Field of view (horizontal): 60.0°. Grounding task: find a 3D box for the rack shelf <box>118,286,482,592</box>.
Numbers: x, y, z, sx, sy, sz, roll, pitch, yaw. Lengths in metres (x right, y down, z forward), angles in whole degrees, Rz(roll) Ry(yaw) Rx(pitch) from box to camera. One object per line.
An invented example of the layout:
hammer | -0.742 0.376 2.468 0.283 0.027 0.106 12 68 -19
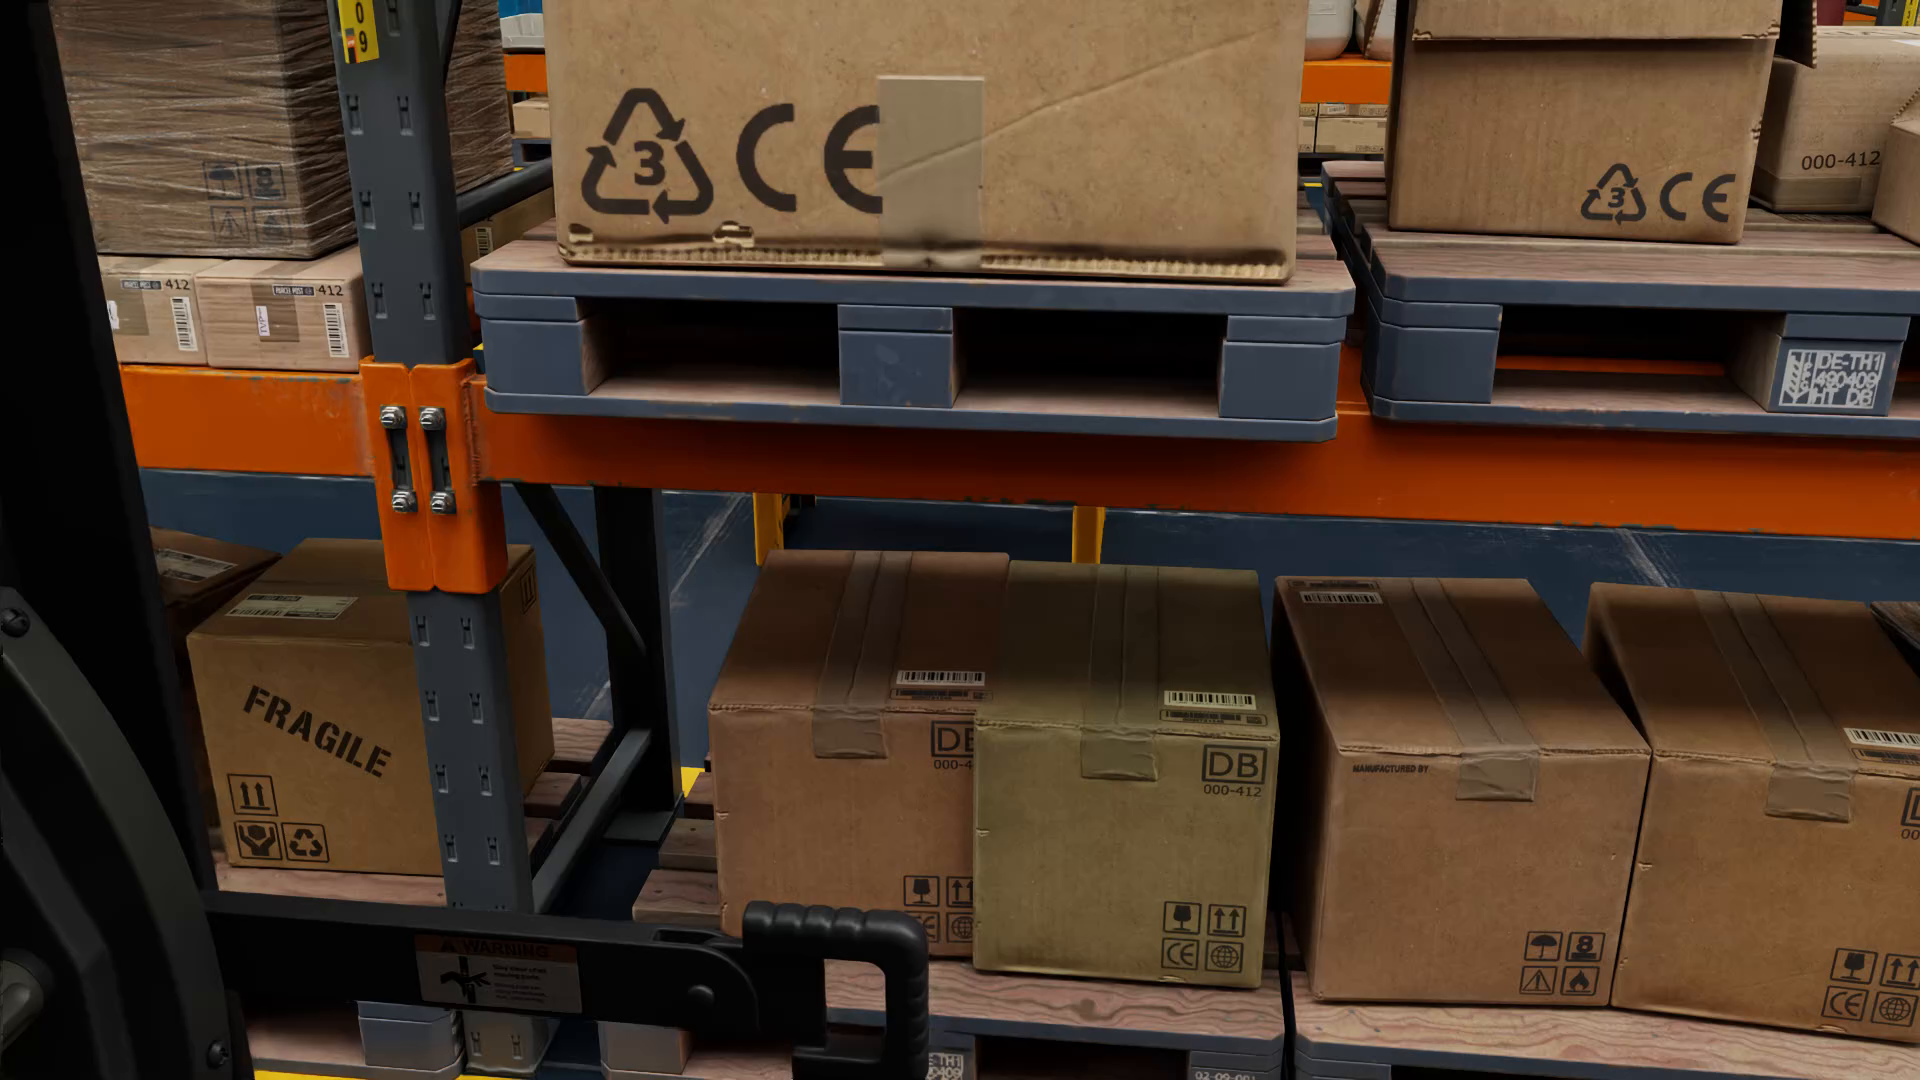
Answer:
rack shelf | -2.756 -0.363 3.257 4.000 0.370 1.077 2 22 6

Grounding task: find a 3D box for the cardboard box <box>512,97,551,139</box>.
cardboard box | -3.066 -3.213 12.656 0.500 0.250 0.500 2 22 6

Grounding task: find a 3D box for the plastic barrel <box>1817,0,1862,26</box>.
plastic barrel | 3.289 -2.219 6.788 0.708 0.536 0.600 2 22 6

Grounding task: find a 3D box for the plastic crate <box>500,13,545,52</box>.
plastic crate | -1.829 -2.275 7.472 0.437 0.136 0.530 2 22 6

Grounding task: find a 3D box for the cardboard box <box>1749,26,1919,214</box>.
cardboard box | 1.565 -0.720 2.814 0.500 0.250 0.500 2 22 5

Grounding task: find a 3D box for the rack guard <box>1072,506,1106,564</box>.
rack guard | 0.419 -0.098 5.348 0.087 0.250 0.587 2 22 6

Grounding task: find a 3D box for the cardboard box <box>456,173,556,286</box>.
cardboard box | -0.948 -0.613 3.253 0.250 0.149 0.380 2 22 6

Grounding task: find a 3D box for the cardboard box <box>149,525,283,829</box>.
cardboard box | -1.732 0.302 3.425 0.500 0.500 0.500 10 24 23

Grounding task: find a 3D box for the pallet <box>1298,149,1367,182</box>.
pallet | 2.351 -2.862 12.391 1.213 0.211 1.003 2 22 6

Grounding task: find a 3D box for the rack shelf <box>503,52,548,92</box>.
rack shelf | -2.173 -2.171 7.831 4.000 0.370 1.077 2 22 6

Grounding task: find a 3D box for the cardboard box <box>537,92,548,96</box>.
cardboard box | -3.005 -3.752 12.998 0.500 0.500 0.500 2 22 6

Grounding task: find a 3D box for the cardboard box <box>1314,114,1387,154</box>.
cardboard box | 2.810 -2.949 11.988 0.500 0.250 0.500 3 22 8

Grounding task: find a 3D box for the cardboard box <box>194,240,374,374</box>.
cardboard box | -1.018 -0.396 2.704 0.250 0.149 0.380 2 22 6

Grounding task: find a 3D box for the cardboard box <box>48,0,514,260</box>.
cardboard box | -1.209 -0.838 2.939 0.500 0.500 0.875 2 22 6

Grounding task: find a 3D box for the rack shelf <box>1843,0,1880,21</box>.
rack shelf | 6.358 -3.634 11.529 4.000 0.370 1.077 2 22 6

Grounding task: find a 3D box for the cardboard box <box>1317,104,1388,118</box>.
cardboard box | 2.805 -3.208 11.880 0.500 0.311 0.500 2 22 6

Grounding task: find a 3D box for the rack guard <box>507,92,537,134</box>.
rack guard | -3.596 -3.239 12.954 0.348 0.500 1.175 2 22 6

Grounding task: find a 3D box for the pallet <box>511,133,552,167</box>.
pallet | -2.808 -3.086 12.959 1.213 0.211 1.003 2 22 6

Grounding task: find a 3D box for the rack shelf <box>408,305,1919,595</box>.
rack shelf | 1.217 -0.190 2.819 4.000 0.370 1.077 2 22 6

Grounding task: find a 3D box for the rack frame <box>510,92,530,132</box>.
rack frame | -3.572 -4.401 12.492 0.127 3.000 1.000 2 22 6

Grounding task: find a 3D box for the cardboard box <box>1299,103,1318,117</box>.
cardboard box | 2.308 -3.230 11.937 0.500 0.311 0.500 3 22 8

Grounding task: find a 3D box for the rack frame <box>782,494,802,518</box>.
rack frame | -0.590 -0.723 5.229 0.032 1.500 0.500 2 22 6

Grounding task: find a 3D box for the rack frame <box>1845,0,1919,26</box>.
rack frame | 3.786 -2.246 7.042 0.127 3.000 1.000 2 22 6

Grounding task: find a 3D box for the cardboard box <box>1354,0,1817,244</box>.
cardboard box | 0.963 -0.813 2.705 0.637 0.503 0.797 5 22 12

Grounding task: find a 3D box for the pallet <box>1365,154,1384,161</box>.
pallet | 3.559 -2.808 12.255 1.213 0.211 1.003 2 22 6

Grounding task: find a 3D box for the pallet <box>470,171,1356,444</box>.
pallet | -0.028 -0.436 2.723 1.213 0.211 1.003 2 22 6

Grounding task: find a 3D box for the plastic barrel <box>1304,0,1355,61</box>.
plastic barrel | 1.466 -2.329 7.067 0.433 0.535 0.433 0 22 0

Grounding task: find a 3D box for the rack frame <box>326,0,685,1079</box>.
rack frame | -0.769 -0.611 2.906 0.127 3.000 1.000 2 22 6

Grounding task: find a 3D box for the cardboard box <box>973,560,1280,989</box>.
cardboard box | 0.309 0.409 3.128 0.500 0.500 0.700 2 22 6

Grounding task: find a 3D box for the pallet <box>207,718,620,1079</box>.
pallet | -1.441 0.669 3.459 1.213 0.211 1.003 2 22 6

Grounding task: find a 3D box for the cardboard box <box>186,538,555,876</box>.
cardboard box | -1.162 0.324 3.369 0.500 0.500 0.500 2 22 5

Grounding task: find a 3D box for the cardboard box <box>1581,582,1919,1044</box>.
cardboard box | 1.419 0.457 3.006 0.500 0.500 0.700 4 22 11

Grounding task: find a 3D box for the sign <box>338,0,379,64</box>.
sign | -0.826 -0.815 2.245 0.005 0.325 0.100 2 22 6

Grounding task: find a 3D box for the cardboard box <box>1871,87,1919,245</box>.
cardboard box | 1.515 -0.544 2.349 0.258 0.266 0.396 2 22 5

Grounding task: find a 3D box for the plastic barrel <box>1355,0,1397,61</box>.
plastic barrel | 1.896 -2.311 7.020 0.433 0.535 0.433 0 22 0

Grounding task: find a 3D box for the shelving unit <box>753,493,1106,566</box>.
shelving unit | -0.076 -0.701 5.172 1.083 1.500 0.587 2 22 6

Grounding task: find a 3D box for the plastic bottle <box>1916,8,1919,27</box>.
plastic bottle | 4.238 -2.330 7.413 0.133 0.283 0.061 2 22 6

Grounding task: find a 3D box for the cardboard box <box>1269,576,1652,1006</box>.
cardboard box | 0.865 0.433 3.067 0.500 0.500 0.700 1 22 2

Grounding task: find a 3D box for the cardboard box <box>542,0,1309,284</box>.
cardboard box | 0.003 -1.000 2.502 1.000 1.000 1.000 3 22 7

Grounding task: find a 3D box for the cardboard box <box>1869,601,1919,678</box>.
cardboard box | 1.983 0.479 2.950 0.500 0.500 0.700 1 22 2

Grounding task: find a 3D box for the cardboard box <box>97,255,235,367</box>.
cardboard box | -1.265 -0.411 2.740 0.250 0.149 0.380 2 22 6

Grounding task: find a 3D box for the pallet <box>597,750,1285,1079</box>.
pallet | 0.004 0.719 3.335 1.213 0.211 1.003 2 22 6

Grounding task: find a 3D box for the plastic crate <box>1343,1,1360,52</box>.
plastic crate | 1.576 -2.349 7.589 0.662 0.188 0.450 2 22 6

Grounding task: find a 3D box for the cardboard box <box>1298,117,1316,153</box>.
cardboard box | 2.299 -2.970 12.041 0.500 0.250 0.500 3 22 7

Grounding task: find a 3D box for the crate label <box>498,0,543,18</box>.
crate label | -2.299 -2.628 7.959 0.616 0.435 0.502 2 22 6

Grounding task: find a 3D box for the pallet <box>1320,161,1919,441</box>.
pallet | 1.232 -0.420 2.682 1.213 0.211 1.003 2 22 6

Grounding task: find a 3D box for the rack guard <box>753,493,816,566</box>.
rack guard | -0.570 -0.141 5.457 0.087 0.250 0.587 2 22 6

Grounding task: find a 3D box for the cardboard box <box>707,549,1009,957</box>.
cardboard box | -0.162 0.381 3.197 0.500 0.500 0.700 1 22 2

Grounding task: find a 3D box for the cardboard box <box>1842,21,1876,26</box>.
cardboard box | 8.263 -4.867 16.023 0.750 0.750 0.750 3 22 7

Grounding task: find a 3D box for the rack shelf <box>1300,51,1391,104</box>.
rack shelf | 1.800 -1.998 7.393 4.000 0.370 1.077 2 22 6

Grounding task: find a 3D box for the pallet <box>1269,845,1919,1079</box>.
pallet | 1.219 0.771 3.203 1.213 0.211 1.003 2 22 6

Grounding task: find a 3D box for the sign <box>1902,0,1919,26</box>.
sign | 3.728 -2.121 6.503 0.005 0.325 0.100 2 22 6
